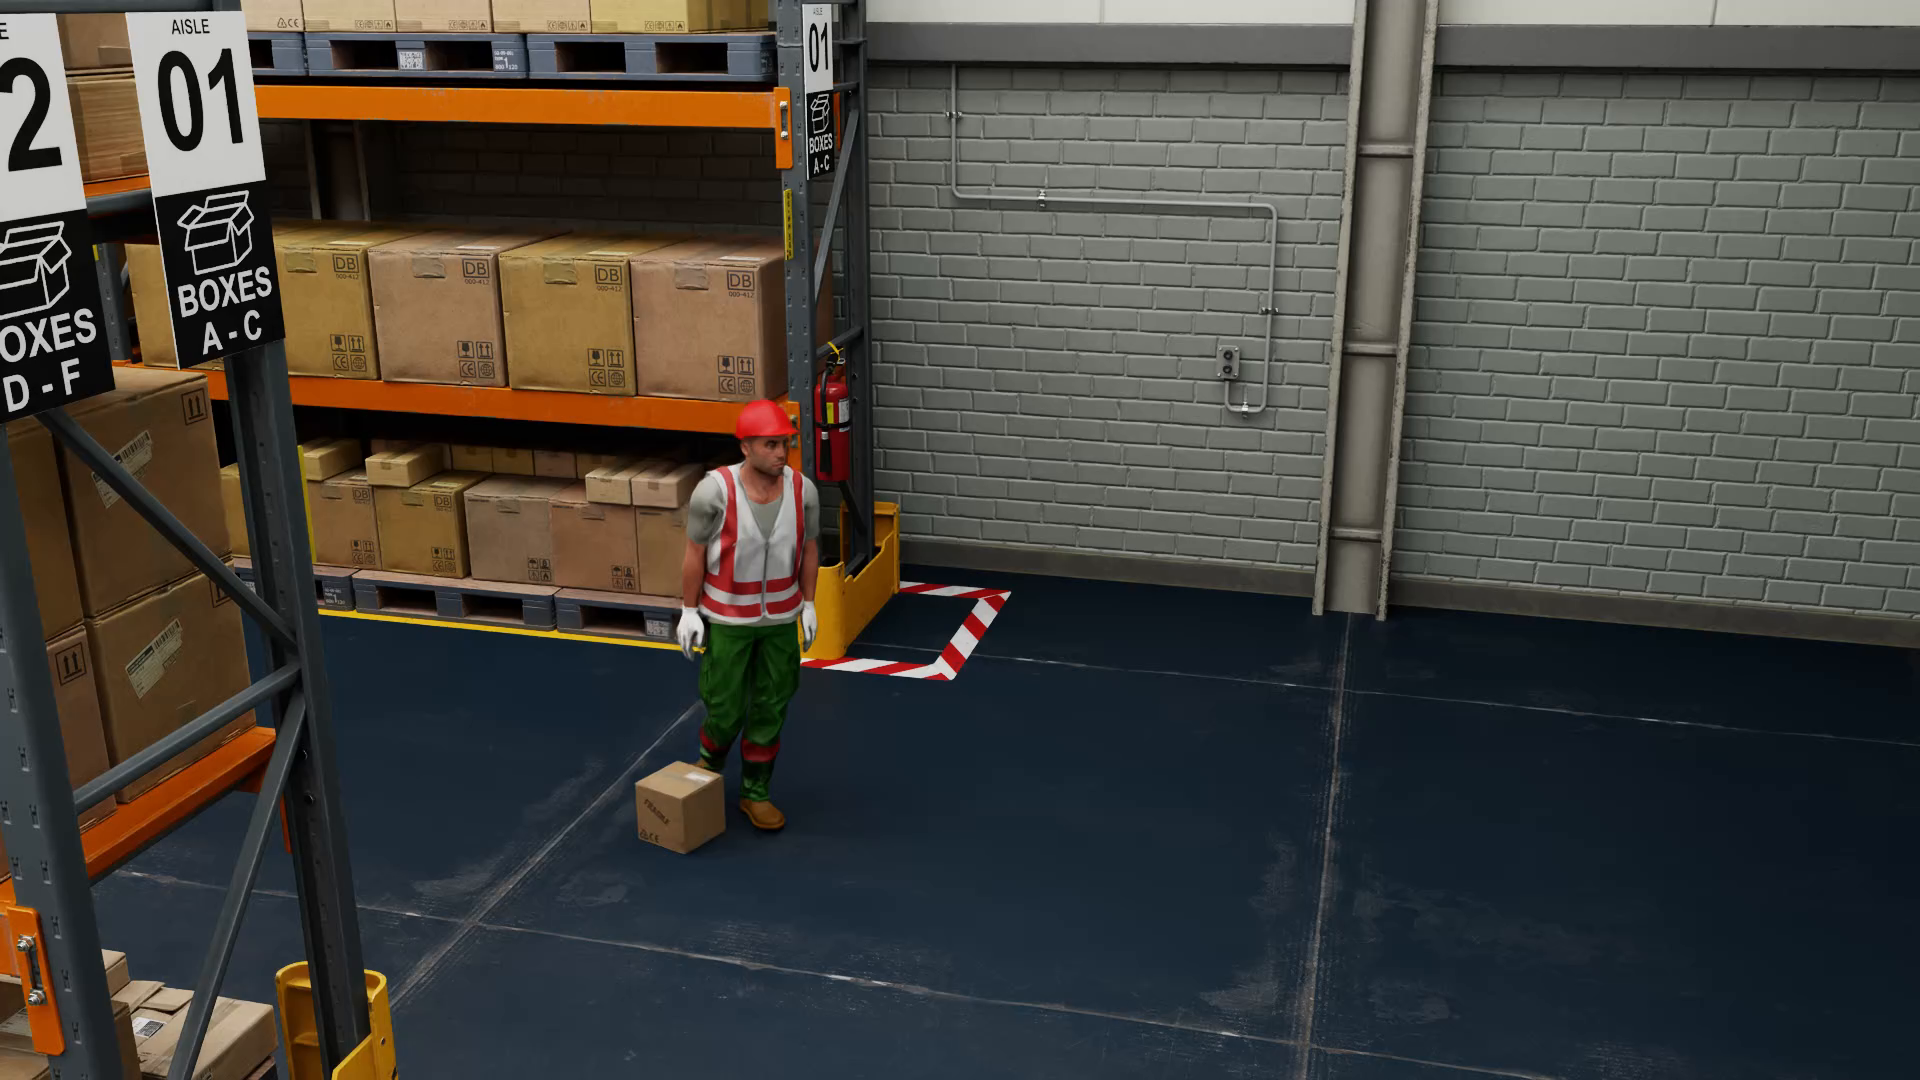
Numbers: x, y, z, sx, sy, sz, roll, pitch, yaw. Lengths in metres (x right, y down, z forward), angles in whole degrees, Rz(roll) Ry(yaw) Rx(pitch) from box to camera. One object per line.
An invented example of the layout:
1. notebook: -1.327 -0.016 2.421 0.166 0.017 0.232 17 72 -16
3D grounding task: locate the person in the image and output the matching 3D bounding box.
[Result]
1. person: -0.838 0.295 6.597 0.587 1.781 0.556 -9 20 -25
